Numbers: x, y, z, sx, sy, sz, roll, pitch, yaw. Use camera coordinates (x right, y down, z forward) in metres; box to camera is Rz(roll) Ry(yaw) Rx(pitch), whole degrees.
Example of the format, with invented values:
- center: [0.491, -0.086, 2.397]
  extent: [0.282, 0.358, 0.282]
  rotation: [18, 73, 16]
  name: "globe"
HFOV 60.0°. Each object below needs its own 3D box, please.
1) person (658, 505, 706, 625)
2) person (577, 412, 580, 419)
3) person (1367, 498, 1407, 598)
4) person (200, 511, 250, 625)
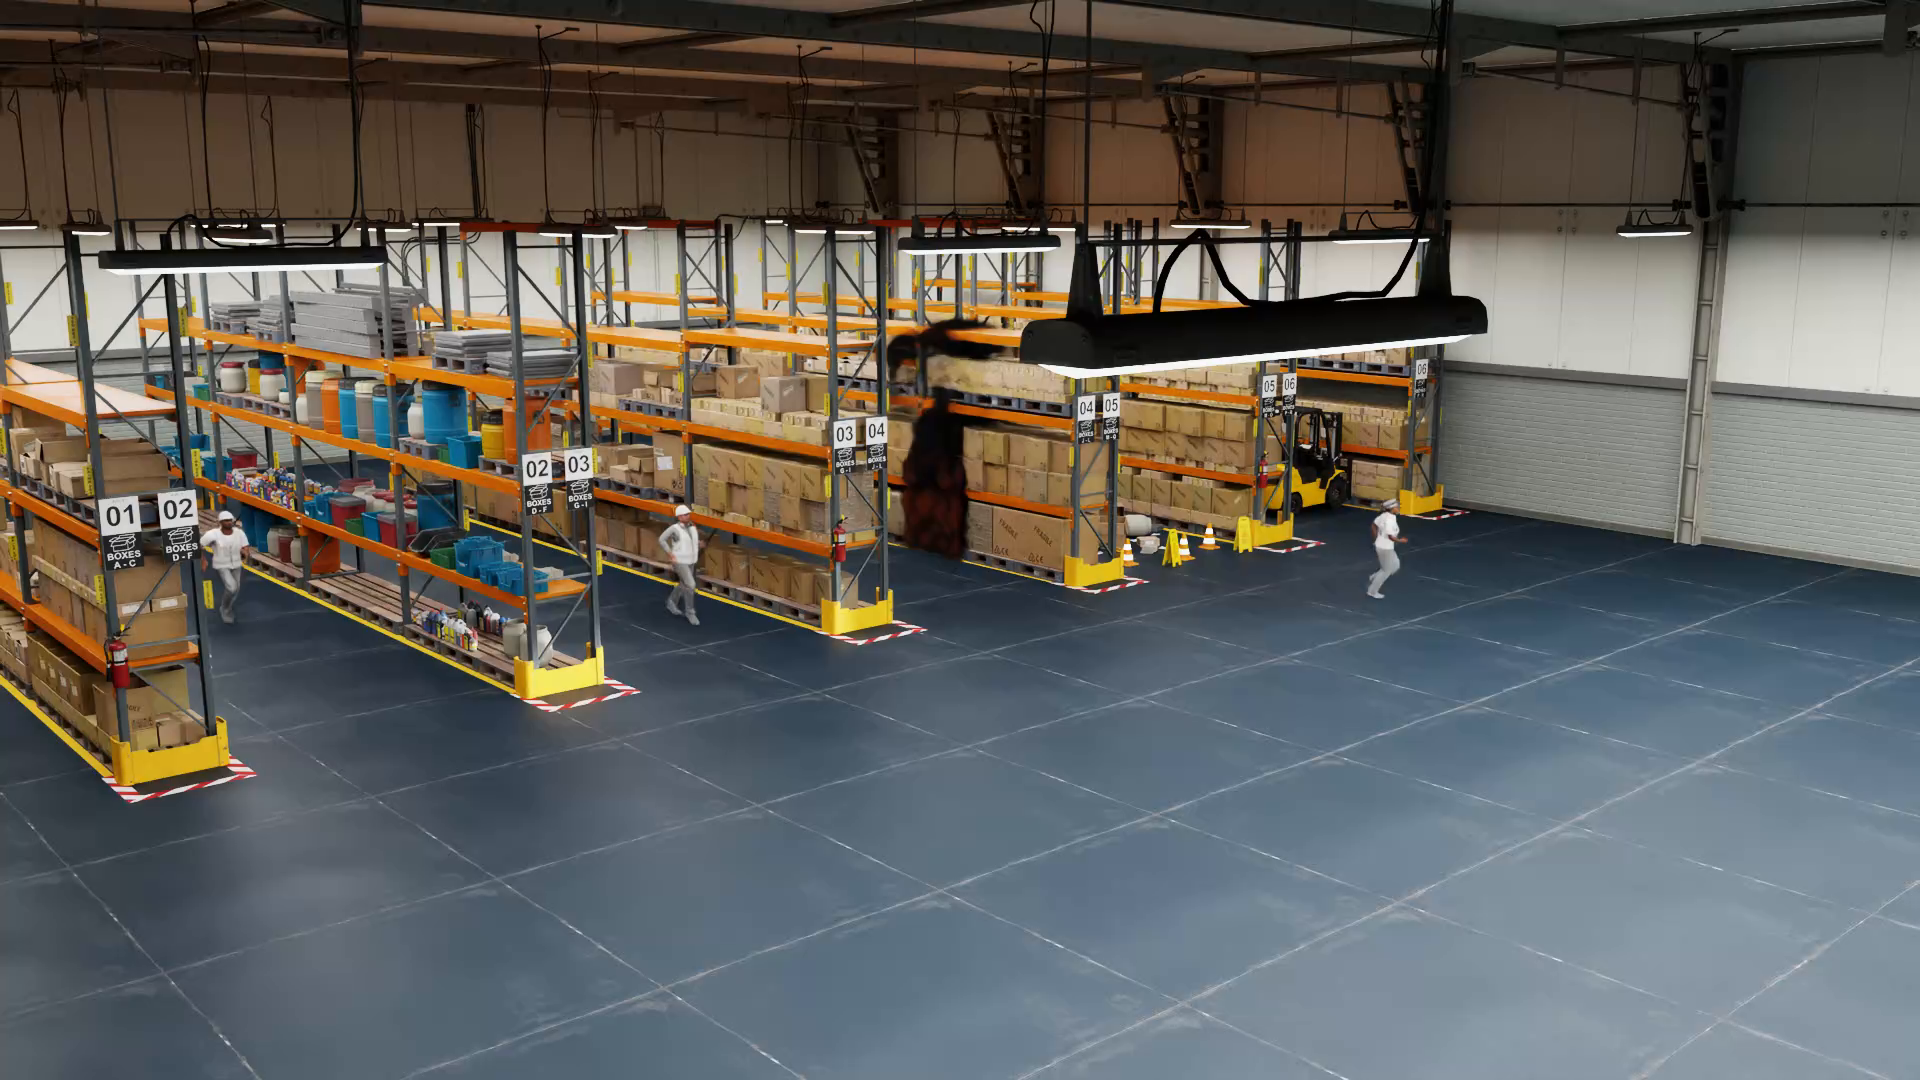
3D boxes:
- center: [-4.252, 0.368, 25.598]
  extent: [0.799, 1.836, 0.642]
  rotation: [7, 13, 29]
  name: "person"
- center: [-8.545, -2.077, 37.618]
  extent: [0.731, 1.803, 0.949]
  rotation: [-8, 14, -33]
  name: "person"
- center: [6.973, 0.127, 27.081]
  extent: [0.610, 1.663, 0.556]
  rotation: [2, 12, 8]
  name: "person"
- center: [-11.146, 0.423, 25.346]
  extent: [0.771, 1.749, 0.675]
  rotation: [9, 14, 37]
  name: "person"
